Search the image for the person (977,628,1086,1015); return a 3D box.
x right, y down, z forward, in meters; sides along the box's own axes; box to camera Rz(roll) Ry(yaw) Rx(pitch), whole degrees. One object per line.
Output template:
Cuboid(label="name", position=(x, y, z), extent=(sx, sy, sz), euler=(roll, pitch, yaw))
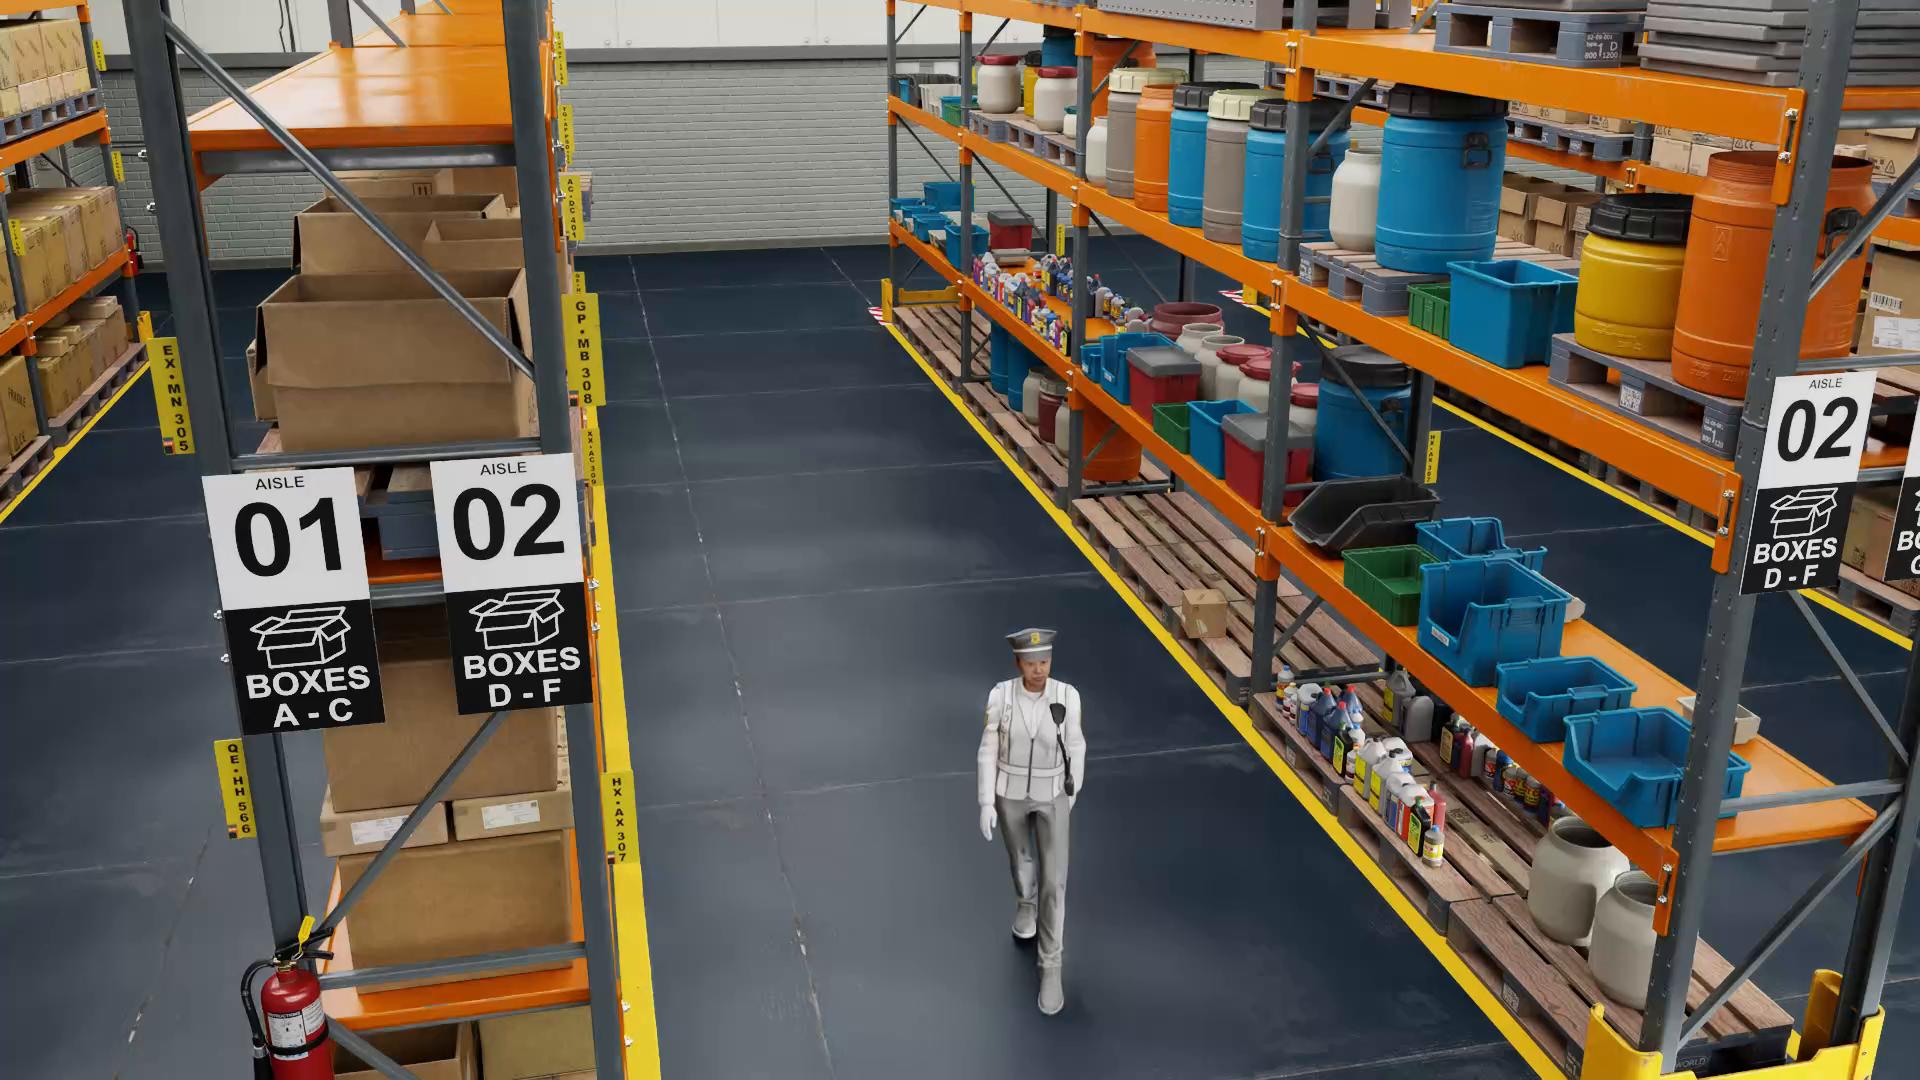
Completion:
Cuboid(label="person", position=(0.315, 1.213, 7.636), extent=(0.483, 1.686, 0.822), euler=(3, 20, 8))
